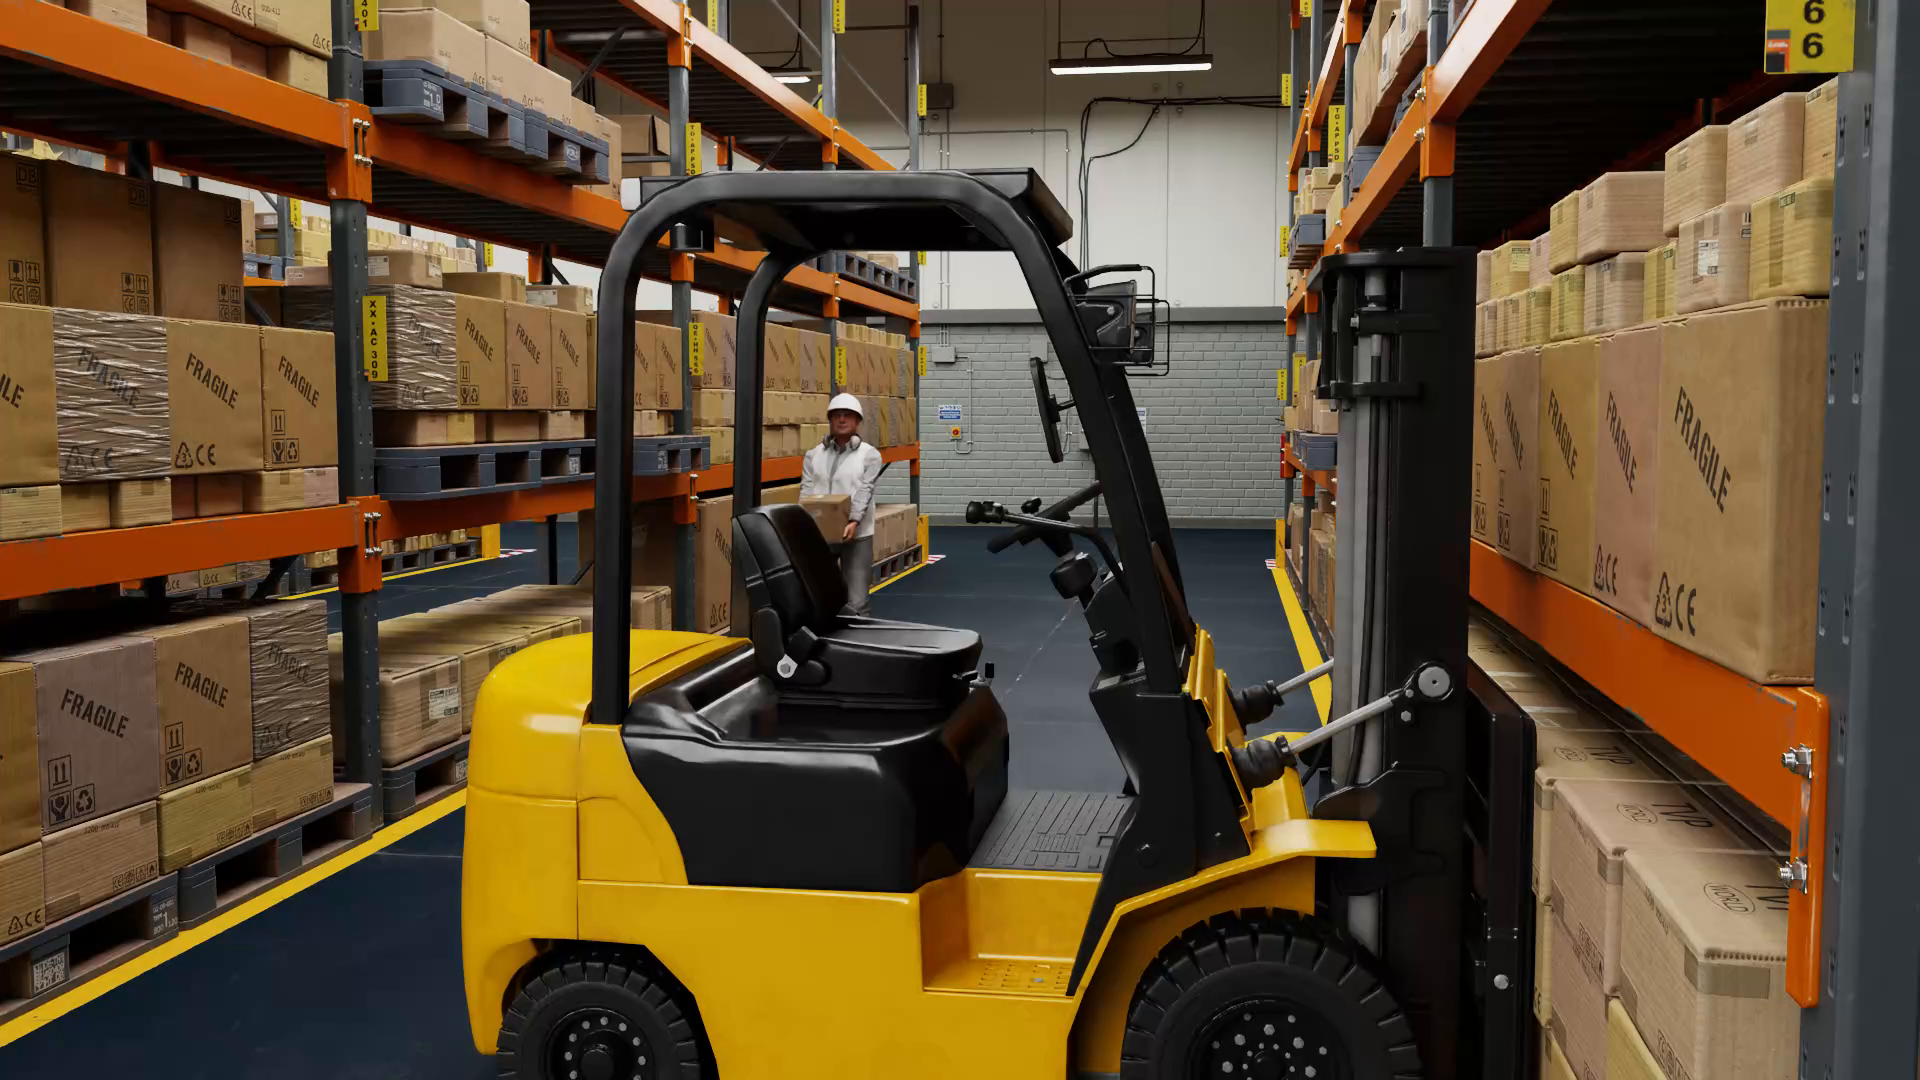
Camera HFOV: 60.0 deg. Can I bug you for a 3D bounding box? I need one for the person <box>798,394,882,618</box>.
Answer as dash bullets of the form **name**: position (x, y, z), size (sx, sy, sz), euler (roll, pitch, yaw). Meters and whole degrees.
- **person**: position (-0.738, -0.002, 10.049), size (0.494, 1.762, 0.555), euler (1, 5, 11)
